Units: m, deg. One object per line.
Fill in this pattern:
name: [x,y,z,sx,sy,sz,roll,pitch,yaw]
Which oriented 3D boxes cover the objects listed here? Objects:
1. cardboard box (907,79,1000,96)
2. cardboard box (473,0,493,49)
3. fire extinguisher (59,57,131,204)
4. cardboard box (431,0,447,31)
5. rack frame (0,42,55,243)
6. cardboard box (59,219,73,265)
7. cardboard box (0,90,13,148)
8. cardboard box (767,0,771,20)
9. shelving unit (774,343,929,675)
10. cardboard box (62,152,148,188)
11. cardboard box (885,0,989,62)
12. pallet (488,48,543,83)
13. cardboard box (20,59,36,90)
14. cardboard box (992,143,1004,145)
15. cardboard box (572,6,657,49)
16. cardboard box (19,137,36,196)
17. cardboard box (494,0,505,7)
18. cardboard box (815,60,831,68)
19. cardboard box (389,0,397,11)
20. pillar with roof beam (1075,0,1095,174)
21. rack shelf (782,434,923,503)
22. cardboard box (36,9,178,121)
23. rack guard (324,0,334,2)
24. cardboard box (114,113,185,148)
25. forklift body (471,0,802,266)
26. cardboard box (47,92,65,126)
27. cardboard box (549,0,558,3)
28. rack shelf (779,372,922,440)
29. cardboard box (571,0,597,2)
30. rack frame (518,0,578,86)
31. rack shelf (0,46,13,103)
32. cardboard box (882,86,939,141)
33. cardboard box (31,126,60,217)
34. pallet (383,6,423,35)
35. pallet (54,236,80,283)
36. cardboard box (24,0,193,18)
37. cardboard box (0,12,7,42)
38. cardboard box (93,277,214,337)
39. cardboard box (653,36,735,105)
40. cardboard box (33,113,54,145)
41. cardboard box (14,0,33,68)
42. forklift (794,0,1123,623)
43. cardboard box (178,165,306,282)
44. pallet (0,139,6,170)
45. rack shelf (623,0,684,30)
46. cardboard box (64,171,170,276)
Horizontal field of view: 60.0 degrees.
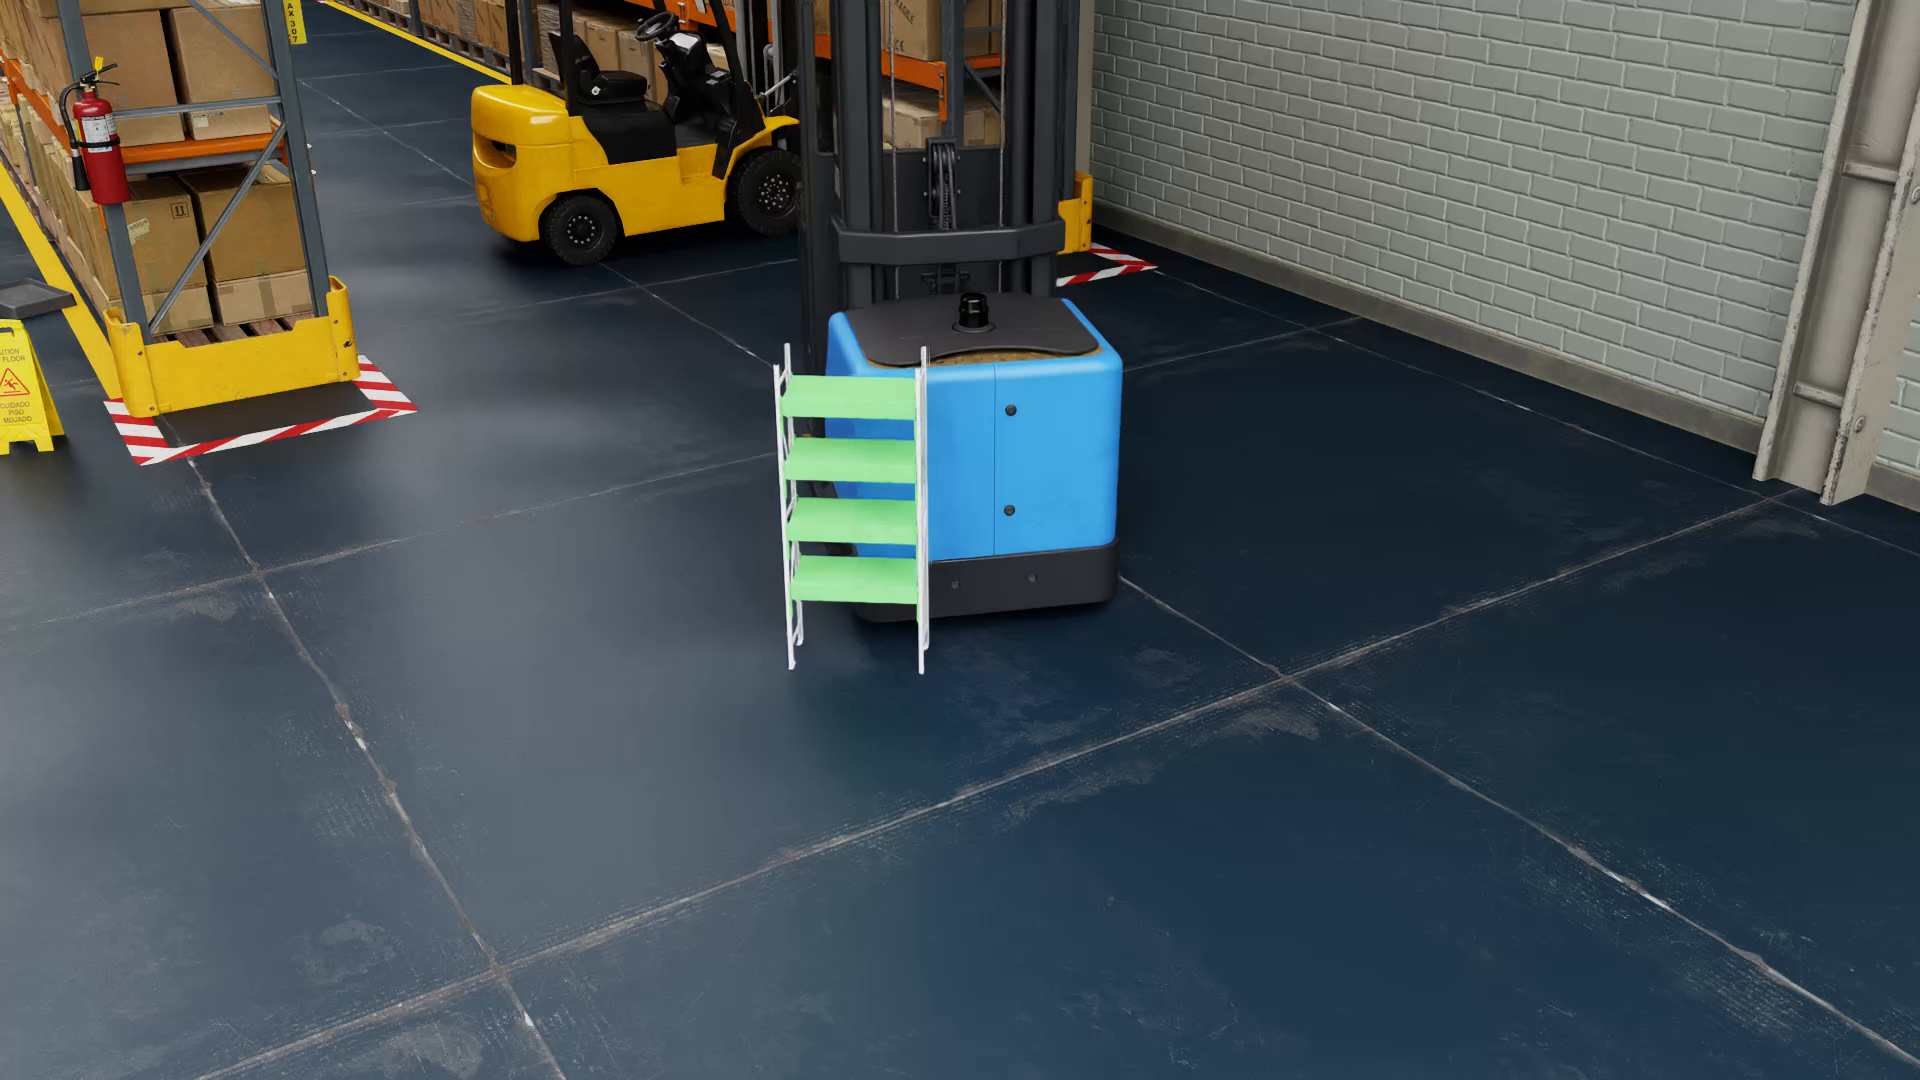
cardboard box: [-0.044,-3.098,11.856,0.500,0.250,0.500,-15,29,-29]
cardboard box: [-4.995,-5.695,18.237,0.500,0.500,0.500,-14,29,-27]
fire extinguisher: [-4.145,-1.964,7.987,0.296,0.674,0.183,-16,29,-30]
cardboard box: [-5.841,-6.243,19.398,0.500,0.500,0.500,-16,30,-30]
rack frame: [-6.005,-3.578,11.316,1.000,3.000,0.127,-16,29,-30]
cardboard box: [-5.316,-1.873,10.433,0.500,0.250,0.500,-16,30,-30]
cardboard box: [-7.479,-3.544,13.829,0.950,0.372,0.625,-16,30,-31]
cardboard box: [-1.249,-4.198,12.513,0.500,0.500,0.500,-16,30,-30]
shelving unit: [-0.379,-0.099,6.053,0.503,1.200,0.258,2,26,4]
cardboard box: [-4.734,-2.068,9.207,0.380,0.149,0.250,-15,29,-28]
cardboard box: [-0.153,-3.465,10.960,0.500,0.500,0.500,-16,30,-31]
pallet: [-4.408,-5.182,17.979,1.003,0.211,1.213,-16,29,-30]
cardboard box: [-5.411,-2.817,9.998,0.380,0.149,0.250,-15,29,-29]
cardboard box: [0.253,-2.695,11.587,0.500,0.250,0.500,-15,29,-29]
cardboard box: [-3.339,-4.825,16.246,0.875,0.625,0.625,-14,29,-28]
cardboard box: [-6.293,-2.767,12.183,0.950,0.372,0.625,-15,29,-29]
cardboard box: [-4.689,-5.728,17.546,0.380,0.149,0.250,-17,30,-32]
cardboard box: [-1.295,-3.528,12.768,0.500,0.250,0.500,-14,29,-28]
cardboard box: [-6.960,-6.810,20.872,0.396,0.266,0.258,-14,29,-28]
pillar with roof beam: [-2.896,-5.474,8.305,9.100,9.000,0.400,-16,29,-30]
rack shelf: [-0.379,-0.258,5.976,0.480,0.148,0.258,2,26,4]
cardboard box: [-4.348,-2.457,8.475,0.500,0.500,0.500,-16,30,-30]
rack guard: [-8.357,-7.871,23.337,1.175,0.500,0.348,-16,29,-30]
cardboard box: [-4.205,-2.118,8.516,0.380,0.149,0.250,-14,29,-28]
forklift body: [-2.228,-3.175,11.455,2.313,2.155,1.214,-16,29,-30]
cardboard box: [-4.724,-2.364,9.038,0.380,0.149,0.250,-15,29,-29]
cardboard box: [-4.278,-5.622,18.083,0.500,0.500,0.500,-15,29,-29]
rack shelf: [-0.379,-0.474,5.872,0.480,0.148,0.258,2,26,4]
cardboard box: [-4.055,-5.779,17.654,0.380,0.149,0.250,-14,29,-27]
rack frame: [-4.032,-6.167,16.799,1.000,3.000,0.127,-16,29,-30]
rack shelf: [-7.097,-3.968,12.984,1.077,0.370,4.000,-16,29,-30]
cardboard box: [-0.461,-2.977,11.601,0.500,0.250,0.500,-15,29,-29]
cardboard box: [-5.607,-2.401,10.673,0.500,0.500,0.500,-14,29,-28]
pallet: [-6.589,-6.582,20.946,1.003,0.211,1.213,-16,29,-30]
pallet: [-5.609,-2.085,11.419,1.003,0.211,1.213,-16,29,-30]
cardboard box: [-4.283,-2.911,8.266,0.700,0.500,0.500,-16,30,-31]
cardboard box: [-5.998,-3.535,10.760,0.500,0.500,0.500,-16,29,-30]
cardboard box: [-4.501,-1.329,9.280,0.500,0.250,0.500,-16,29,-30]
cardboard box: [-2.142,-4.036,14.576,0.875,0.625,0.625,-14,29,-27]
cardboard box: [-5.460,-2.545,10.219,0.380,0.149,0.250,-14,29,-27]
cardboard box: [-5.149,-3.003,9.631,0.500,0.500,0.500,-15,29,-29]
forklift: [-0.173,-1.611,7.230,1.130,2.935,3.031,-5,26,-11]
cardboard box: [-4.043,-1.794,9.388,0.500,0.500,0.500,-17,30,-31]
pallet: [-7.763,-3.468,14.349,1.003,0.211,1.213,-16,29,-30]
rack shelf: [-2.940,-5.126,15.438,1.077,0.370,4.000,-16,29,-30]
cardboard box: [-4.765,-1.845,9.494,0.500,0.500,0.500,-14,29,-28]
